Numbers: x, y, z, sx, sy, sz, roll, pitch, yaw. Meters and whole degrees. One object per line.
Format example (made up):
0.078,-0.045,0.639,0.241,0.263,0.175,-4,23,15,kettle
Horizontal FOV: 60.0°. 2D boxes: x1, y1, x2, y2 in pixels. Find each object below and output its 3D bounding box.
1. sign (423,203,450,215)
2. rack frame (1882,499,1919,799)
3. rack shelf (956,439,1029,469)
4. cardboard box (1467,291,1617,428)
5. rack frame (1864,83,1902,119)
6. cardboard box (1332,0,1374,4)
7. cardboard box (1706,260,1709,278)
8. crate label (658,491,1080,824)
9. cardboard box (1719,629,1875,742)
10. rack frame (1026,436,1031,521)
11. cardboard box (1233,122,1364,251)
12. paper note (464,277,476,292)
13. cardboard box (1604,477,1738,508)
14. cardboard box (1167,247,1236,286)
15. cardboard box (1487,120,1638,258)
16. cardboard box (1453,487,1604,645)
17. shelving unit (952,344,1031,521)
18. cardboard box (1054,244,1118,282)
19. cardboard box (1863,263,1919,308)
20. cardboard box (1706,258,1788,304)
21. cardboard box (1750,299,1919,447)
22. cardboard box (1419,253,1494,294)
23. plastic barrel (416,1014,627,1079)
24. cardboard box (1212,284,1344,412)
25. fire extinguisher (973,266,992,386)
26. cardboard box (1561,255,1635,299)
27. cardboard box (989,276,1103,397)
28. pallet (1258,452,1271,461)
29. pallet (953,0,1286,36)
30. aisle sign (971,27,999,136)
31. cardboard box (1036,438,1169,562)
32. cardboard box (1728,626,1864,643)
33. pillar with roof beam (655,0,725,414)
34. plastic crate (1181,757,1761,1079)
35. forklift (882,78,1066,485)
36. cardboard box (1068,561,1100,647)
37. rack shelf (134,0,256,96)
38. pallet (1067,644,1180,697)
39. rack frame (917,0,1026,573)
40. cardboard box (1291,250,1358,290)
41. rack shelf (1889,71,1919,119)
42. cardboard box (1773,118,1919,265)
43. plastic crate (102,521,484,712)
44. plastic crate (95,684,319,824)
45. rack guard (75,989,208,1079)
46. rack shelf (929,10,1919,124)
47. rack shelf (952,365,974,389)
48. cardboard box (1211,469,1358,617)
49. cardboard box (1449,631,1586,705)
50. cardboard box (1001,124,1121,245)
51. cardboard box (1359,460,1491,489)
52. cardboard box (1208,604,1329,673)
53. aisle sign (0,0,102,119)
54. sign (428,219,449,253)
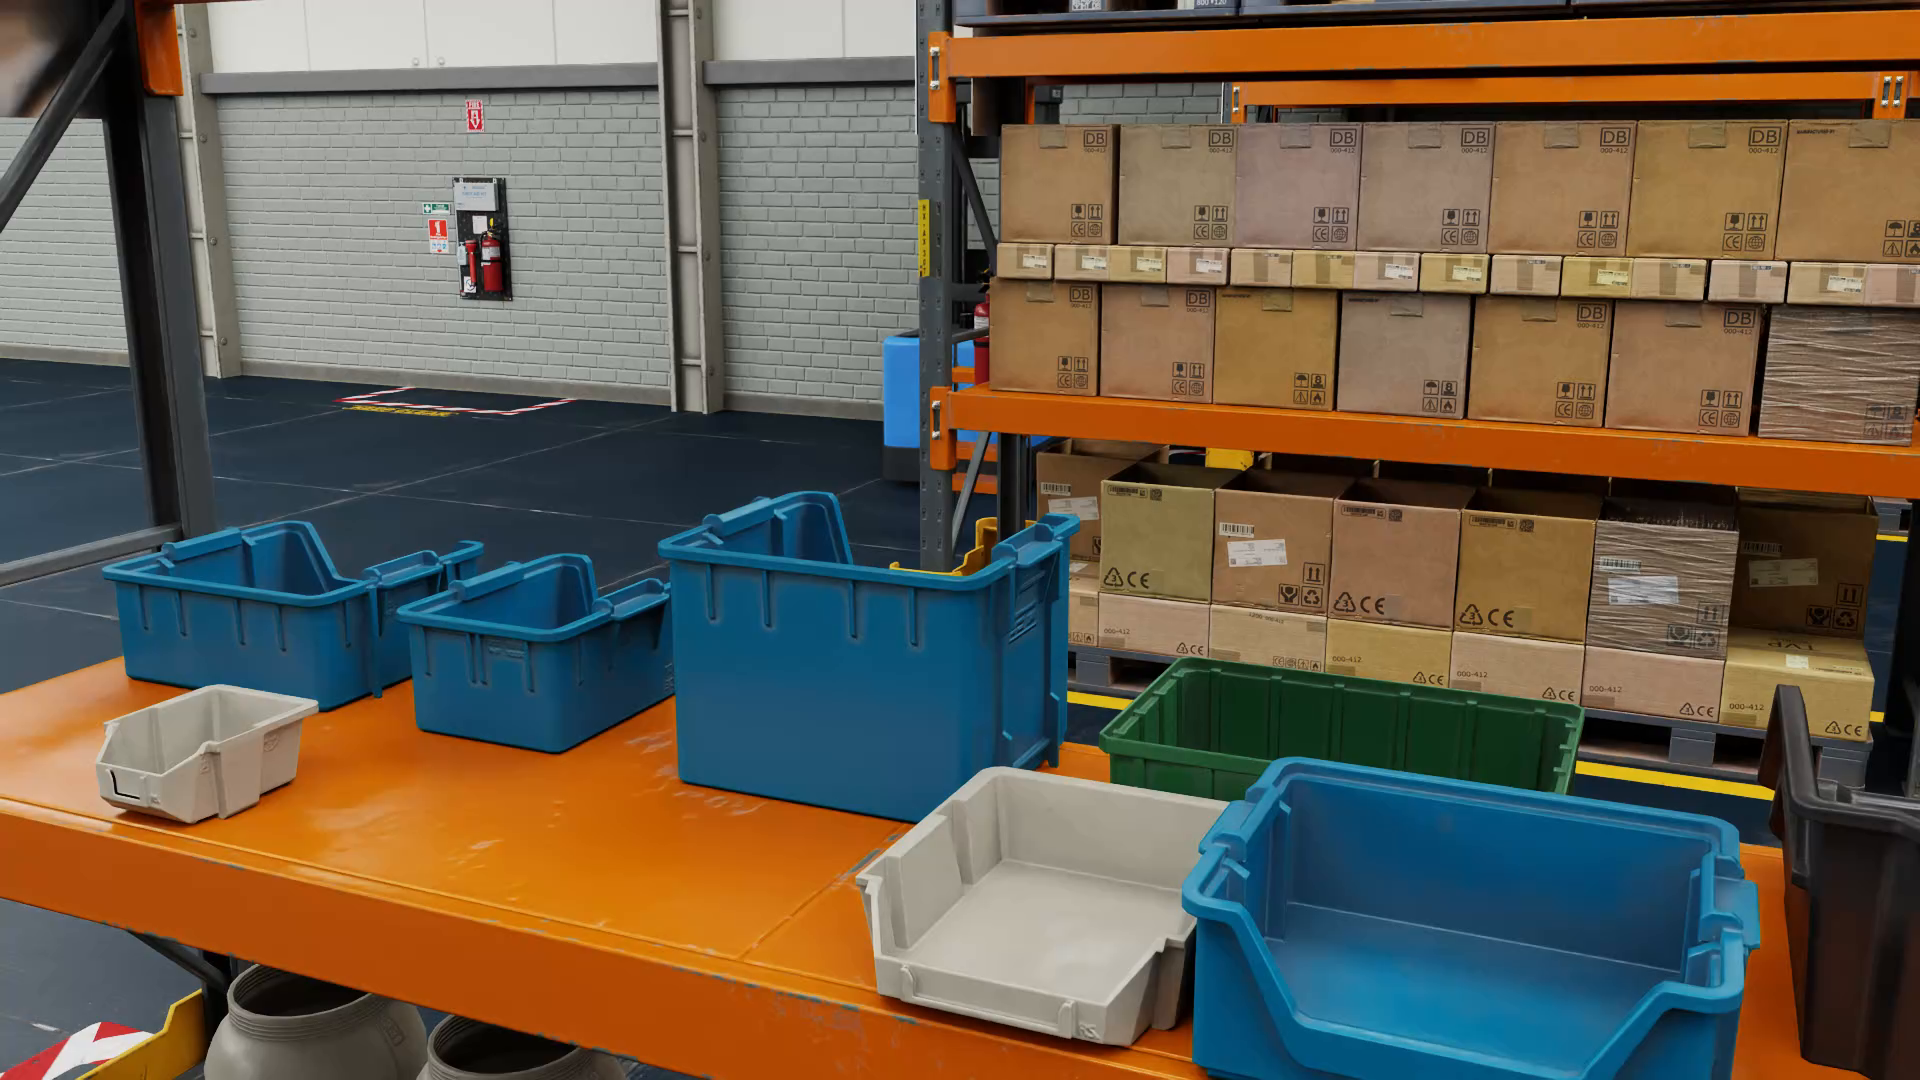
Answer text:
-5.124,-3.242,16.269,0.331,0.109,0.001,6,14,23,sign
3.733,-0.584,6.177,0.127,3.000,1.000,6,14,23,rack frame
0.151,-0.503,10.068,0.480,0.148,0.258,6,14,23,rack shelf
2.382,-0.767,6.738,0.500,0.500,0.700,6,14,24,cardboard box
5.736,-1.619,10.588,0.127,3.000,1.000,6,14,23,rack frame
2.760,-3.367,11.211,0.500,0.500,0.500,7,15,27,cardboard box
4.720,-1.945,10.620,0.500,0.500,0.500,6,14,23,cardboard box
-0.142,0.177,2.857,0.616,0.435,0.502,6,14,23,crate label
3.220,0.553,6.431,0.500,0.250,0.500,6,14,23,cardboard box
0.374,-0.546,9.956,0.015,1.200,0.240,6,14,23,rack frame
1.490,-1.489,6.978,0.500,0.500,0.700,6,14,23,cardboard box
-4.795,-2.499,16.265,0.142,0.148,0.016,6,14,23,paper note
2.975,0.032,7.009,0.500,0.500,0.500,6,14,23,cardboard box
1.047,-1.166,7.019,0.250,0.149,0.380,6,14,22,cardboard box
2.404,-1.397,6.583,0.500,0.500,0.700,6,14,23,cardboard box
2.309,0.094,6.747,0.500,0.500,0.500,6,14,23,cardboard box
0.151,-0.569,10.053,0.503,1.200,0.258,6,14,23,shelving unit
0.590,-1.213,7.220,0.250,0.149,0.380,5,14,22,cardboard box
3.397,-0.929,6.008,0.250,0.149,0.380,6,14,23,cardboard box
2.932,-0.976,6.208,0.250,0.149,0.380,5,14,22,cardboard box
3.324,-0.672,6.335,0.500,0.500,0.700,5,14,22,cardboard box
1.993,-1.070,6.612,0.250,0.149,0.380,6,15,25,cardboard box
-0.843,1.178,3.194,0.421,0.512,0.421,0,13,0,plastic barrel
1.431,-0.862,7.143,0.500,0.500,0.700,6,14,24,cardboard box
0.156,-1.024,8.223,0.183,0.674,0.296,6,14,23,fire extinguisher
2.468,-1.023,6.411,0.250,0.149,0.380,6,14,23,cardboard box
0.497,-0.957,7.547,0.500,0.500,0.700,6,14,23,cardboard box
2.876,-0.542,12.102,1.213,0.211,1.003,6,14,23,pallet
0.711,-2.300,7.120,1.213,0.211,1.003,6,14,23,pallet
0.134,-2.287,7.744,0.004,0.787,0.394,6,14,23,aisle sign
0.686,-0.197,7.988,0.500,0.500,0.500,6,14,23,cardboard box
3.432,0.444,6.896,0.500,0.250,0.500,6,14,23,cardboard box
-4.161,-4.682,10.508,0.400,9.000,9.100,6,14,23,pillar with roof beam
0.601,0.477,1.981,0.616,0.251,0.499,6,14,23,plastic crate
0.448,-2.066,12.644,1.130,2.935,3.031,5,14,20,forklift
0.476,0.276,7.611,0.500,0.250,0.500,6,14,23,cardboard box
-0.106,-0.845,2.297,4.000,0.370,1.077,6,14,23,rack shelf
0.792,0.466,7.808,1.213,0.211,1.003,6,14,23,pallet
0.076,-0.954,7.754,0.127,3.000,1.000,6,14,23,rack frame
1.525,-1.118,6.816,0.250,0.149,0.380,6,14,23,cardboard box
7.564,-2.544,9.539,4.000,0.370,1.077,6,14,23,rack shelf
3.324,-1.304,6.187,0.500,0.500,0.700,6,14,24,cardboard box
-1.355,0.137,3.432,0.616,0.251,0.499,6,14,23,plastic crate
-1.246,0.359,2.737,0.250,0.136,0.298,6,14,23,plastic crate
-1.846,1.294,3.644,0.348,0.500,1.175,6,14,23,rack guard
1.904,-1.879,6.705,4.000,0.370,1.077,6,14,23,rack shelf
0.151,-0.951,9.963,0.480,0.148,0.258,6,14,23,rack shelf
1.396,0.001,7.144,0.500,0.500,0.500,6,14,23,cardboard box
2.304,0.462,6.821,0.500,0.250,0.500,6,14,23,cardboard box
0.546,-1.583,7.378,0.500,0.500,0.700,6,14,23,cardboard box
2.063,-0.061,7.408,0.500,0.500,0.500,6,14,23,cardboard box
1.391,0.368,7.219,0.500,0.250,0.500,6,14,23,cardboard box
-1.880,-1.254,3.342,0.004,0.787,0.394,6,14,23,aisle sign
-5.125,-2.987,16.339,0.234,0.329,0.001,6,14,23,sign
